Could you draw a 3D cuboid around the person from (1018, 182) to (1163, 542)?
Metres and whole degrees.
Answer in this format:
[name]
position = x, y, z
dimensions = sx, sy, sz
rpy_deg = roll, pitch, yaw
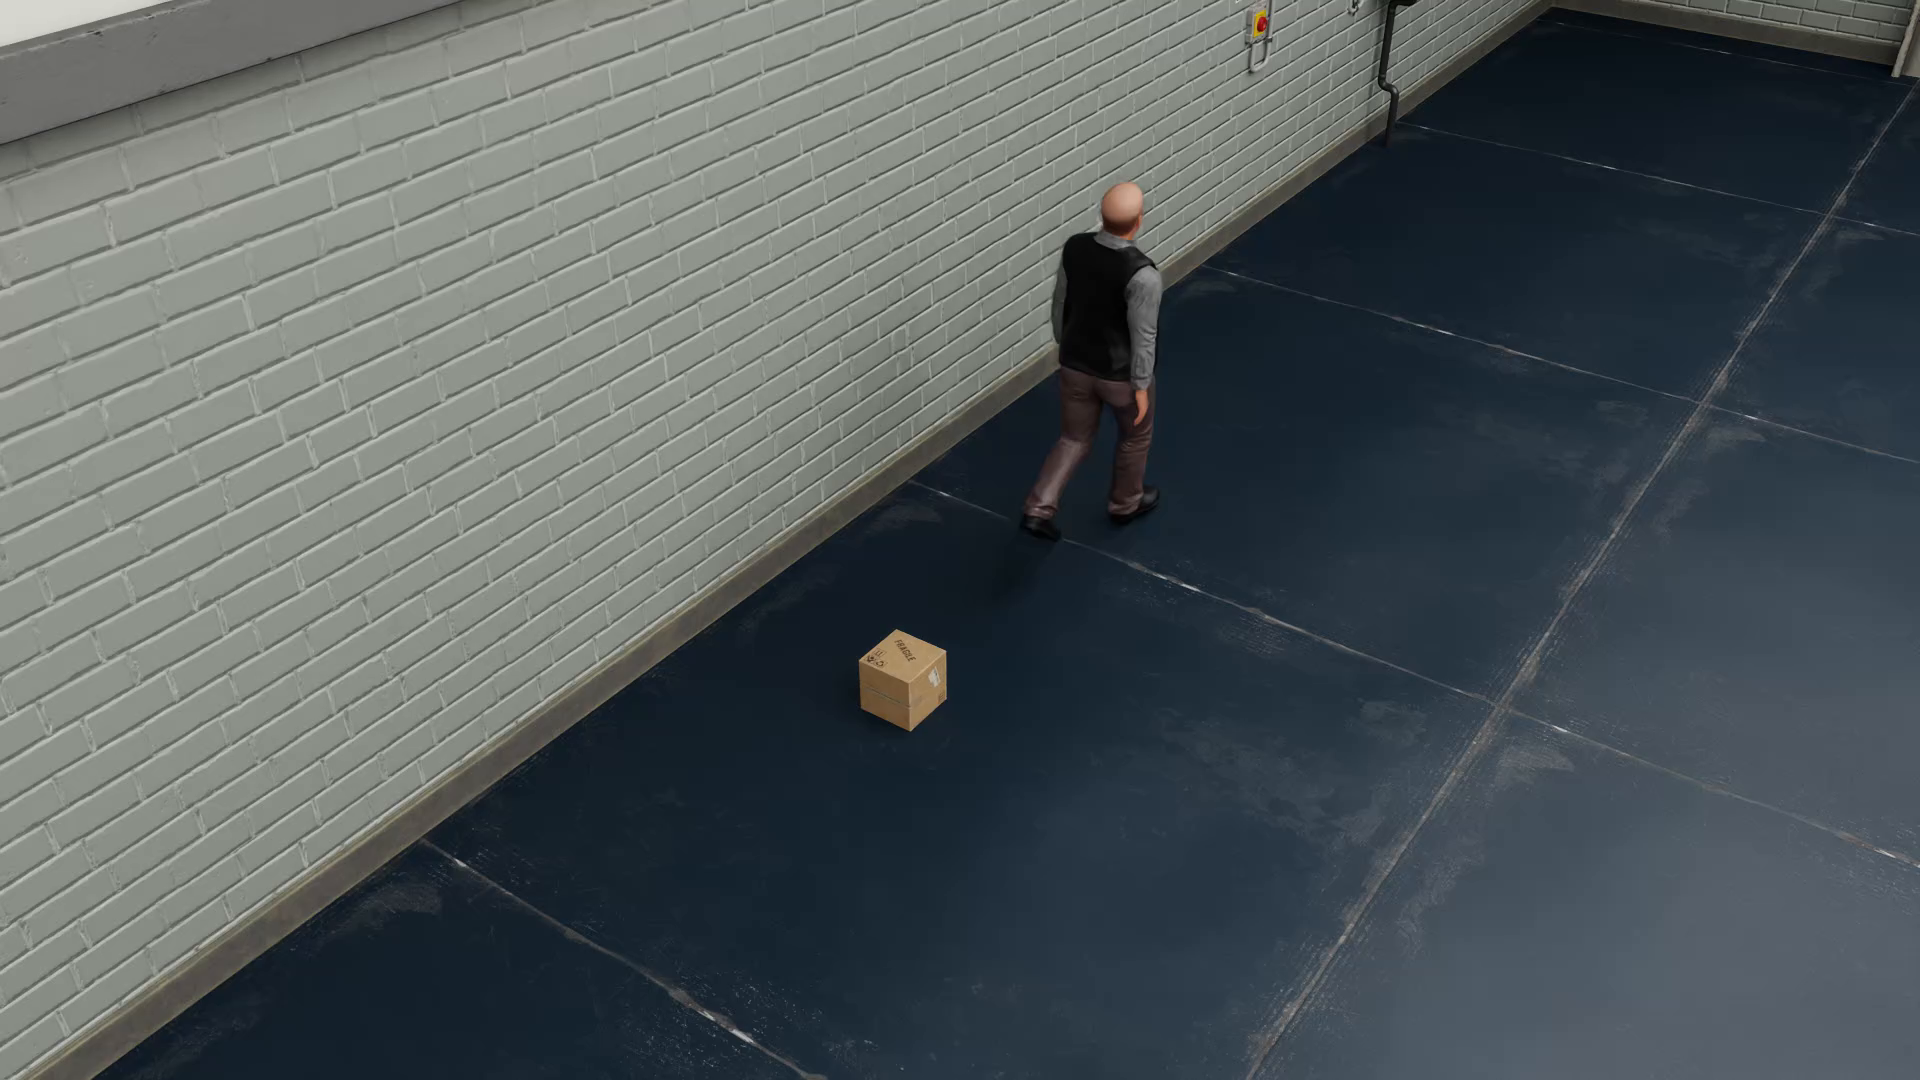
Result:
[person]
position = 0.593, -0.729, 7.226
dimensions = 0.550, 1.694, 0.890
rpy_deg = 23, 41, 30
